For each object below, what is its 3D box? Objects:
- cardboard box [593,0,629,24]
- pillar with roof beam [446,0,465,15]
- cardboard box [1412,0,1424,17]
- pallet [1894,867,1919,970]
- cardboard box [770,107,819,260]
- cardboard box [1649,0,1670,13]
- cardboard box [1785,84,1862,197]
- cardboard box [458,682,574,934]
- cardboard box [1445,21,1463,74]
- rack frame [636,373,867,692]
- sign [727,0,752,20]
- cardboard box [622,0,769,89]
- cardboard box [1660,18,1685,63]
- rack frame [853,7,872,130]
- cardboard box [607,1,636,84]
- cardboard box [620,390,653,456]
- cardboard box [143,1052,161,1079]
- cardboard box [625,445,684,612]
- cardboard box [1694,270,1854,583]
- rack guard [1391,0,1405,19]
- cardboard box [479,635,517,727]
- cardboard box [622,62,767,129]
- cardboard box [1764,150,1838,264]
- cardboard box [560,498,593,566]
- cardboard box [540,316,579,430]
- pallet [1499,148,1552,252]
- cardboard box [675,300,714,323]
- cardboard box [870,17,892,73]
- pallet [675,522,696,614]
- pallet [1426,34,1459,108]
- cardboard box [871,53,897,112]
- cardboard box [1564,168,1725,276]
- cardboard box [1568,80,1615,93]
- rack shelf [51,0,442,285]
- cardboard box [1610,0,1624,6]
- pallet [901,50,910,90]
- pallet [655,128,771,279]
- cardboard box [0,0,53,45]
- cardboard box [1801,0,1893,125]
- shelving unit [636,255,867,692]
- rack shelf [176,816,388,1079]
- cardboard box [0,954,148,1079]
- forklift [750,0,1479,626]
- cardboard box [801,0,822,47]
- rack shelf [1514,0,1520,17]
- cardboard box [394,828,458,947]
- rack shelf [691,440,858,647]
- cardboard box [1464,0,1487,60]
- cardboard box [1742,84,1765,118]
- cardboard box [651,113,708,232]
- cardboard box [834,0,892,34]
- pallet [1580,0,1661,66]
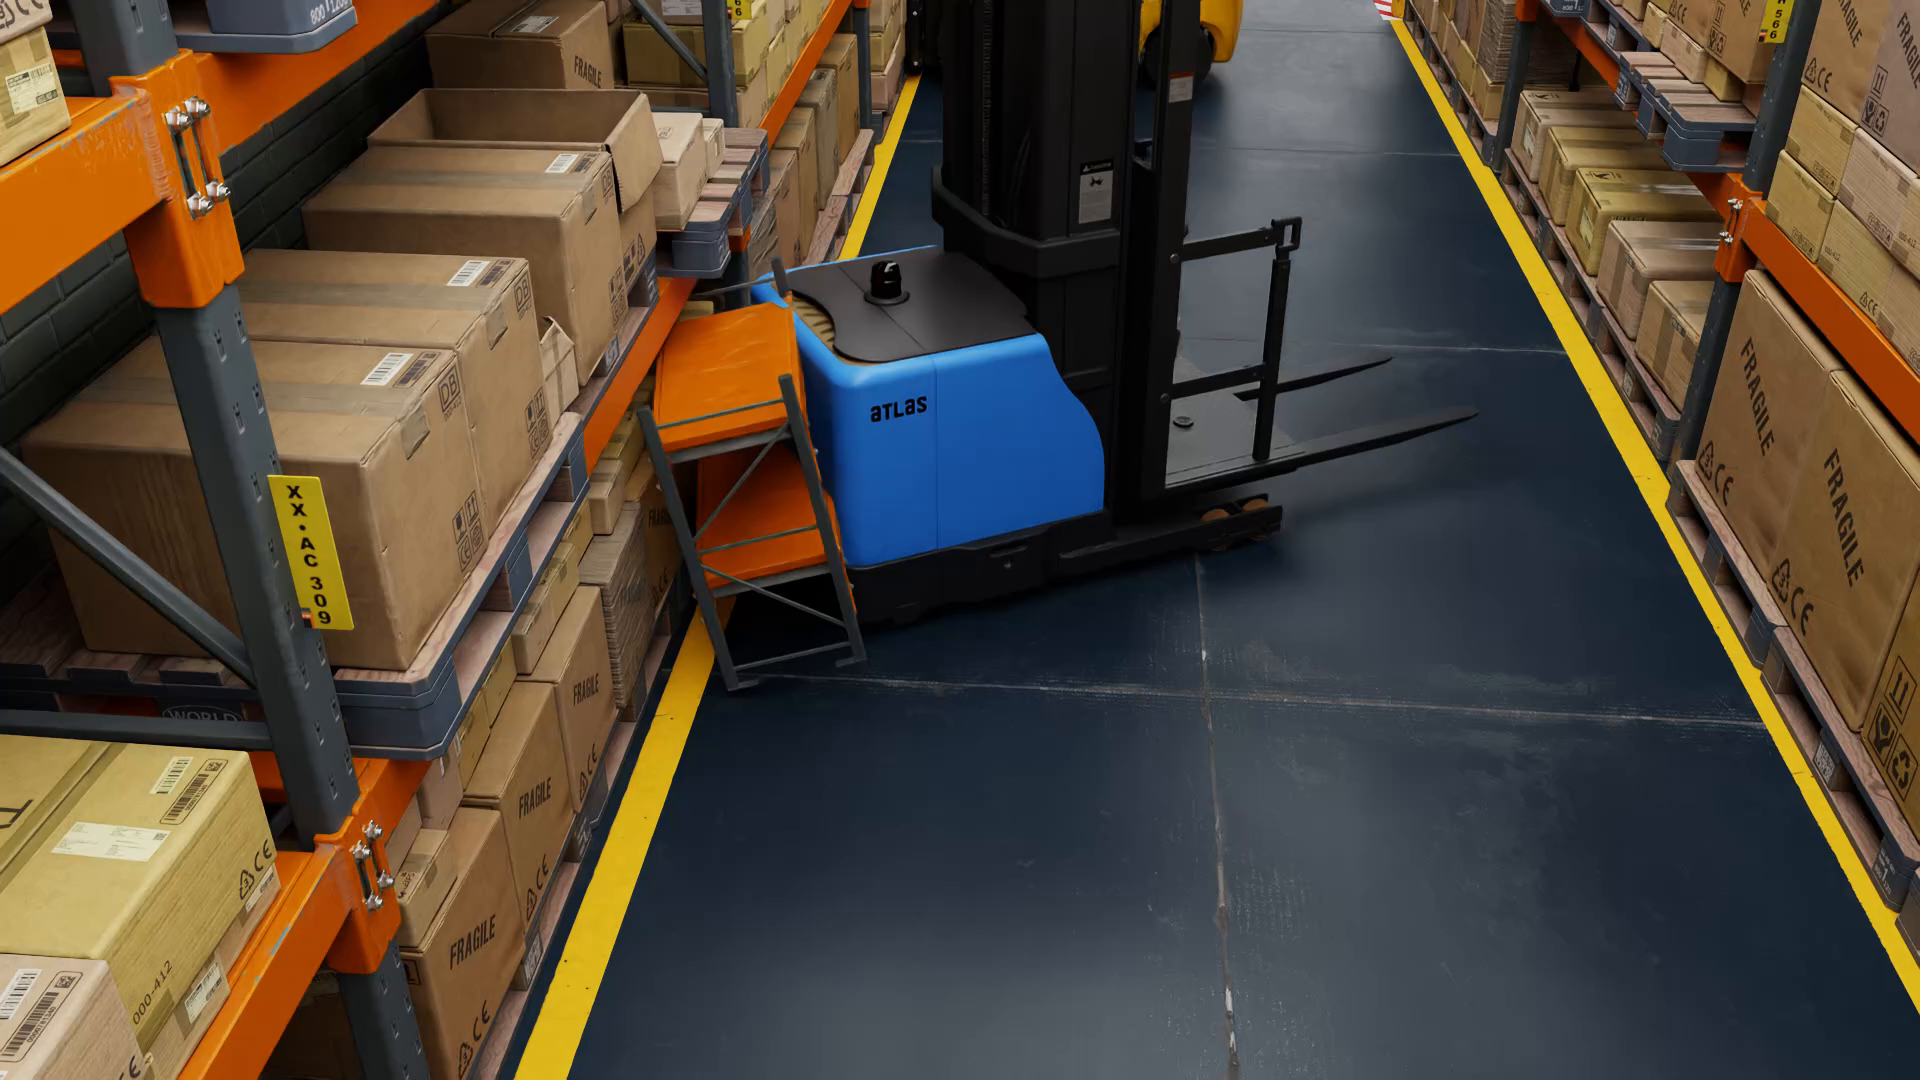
[{"bbox_3d":[-1.573,-2.213,6.769,0.380,0.149,0.250,3,32,6],"label":"cardboard box"},{"bbox_3d":[2.101,-4.806,5.971,9.100,9.000,0.400,2,32,4],"label":"pillar with roof beam"},{"bbox_3d":[3.860,-4.287,13.068,0.500,0.250,0.500,2,32,4],"label":"cardboard box"},{"bbox_3d":[3.212,1.366,4.332,1.003,0.211,1.213,2,32,4],"label":"pallet"},{"bbox_3d":[-1.233,-1.903,8.842,0.875,0.625,0.625,1,32,2],"label":"cardboard box"},{"bbox_3d":[3.381,-2.638,7.392,0.500,0.500,0.500,0,32,1],"label":"cardboard box"},{"bbox_3d":[3.263,-1.400,5.830,0.500,0.250,0.500,2,32,4],"label":"cardboard box"},{"bbox_3d":[-1.426,0.739,4.674,0.500,0.500,0.500,2,32,3],"label":"cardboard box"},{"bbox_3d":[3.736,-3.471,11.743,0.500,0.250,0.500,3,32,5],"label":"cardboard box"},{"bbox_3d":[-0.673,0.001,5.536,0.500,1.125,0.032,-13,32,0],"label":"rack frame"},{"bbox_3d":[-0.856,-2.157,6.362,0.100,0.325,0.005,2,32,4],"label":"sign"},{"bbox_3d":[-1.093,-2.085,6.941,0.500,0.250,0.500,2,32,4],"label":"cardboard box"},{"bbox_3d":[3.296,-2.167,7.247,0.380,0.149,0.250,1,32,2],"label":"cardboard box"},{"bbox_3d":[-1.072,-3.807,10.069,1.000,3.000,0.127,2,32,4],"label":"rack frame"},{"bbox_3d":[-1.638,-2.111,6.984,0.500,0.250,0.500,3,32,5],"label":"cardboard box"},{"bbox_3d":[-1.309,-0.422,5.939,0.380,0.149,0.250,3,32,5],"label":"cardboard box"},{"bbox_3d":[-1.494,0.934,2.614,0.380,0.149,0.250,3,32,5],"label":"cardboard box"},{"bbox_3d":[-1.309,-0.065,5.979,0.500,0.500,0.500,4,32,6],"label":"cardboard box"},{"bbox_3d":[3.411,-0.422,6.201,0.875,0.875,0.875,2,32,4],"label":"cardboard box"},{"bbox_3d":[4.195,-4.585,13.713,1.175,0.500,0.348,2,32,4],"label":"rack guard"},{"bbox_3d":[-1.465,0.382,4.635,0.380,0.149,0.250,2,32,3],"label":"cardboard box"},{"bbox_3d":[-1.118,-1.874,7.074,0.500,0.250,0.500,3,32,4],"label":"cardboard box"},{"bbox_3d":[3.260,-1.197,5.976,0.500,0.250,0.500,2,32,3],"label":"cardboard box"},{"bbox_3d":[-1.392,-0.019,5.286,0.380,0.149,0.250,3,32,4],"label":"cardboard box"},{"bbox_3d":[-1.227,-0.456,4.358,0.396,0.266,0.258,4,32,6],"label":"cardboard box"},{"bbox_3d":[3.814,-2.003,9.799,1.003,0.211,1.213,2,32,4],"label":"pallet"},{"bbox_3d":[-1.185,-0.837,6.614,0.380,0.149,0.250,1,32,2],"label":"cardboard box"},{"bbox_3d":[-0.725,-3.268,10.938,0.500,0.250,0.500,2,32,4],"label":"cardboard box"},{"bbox_3d":[-1.496,-0.140,6.776,1.003,0.211,1.213,2,32,4],"label":"pallet"},{"bbox_3d":[3.992,-3.403,12.070,1.003,0.211,1.213,2,32,4],"label":"pallet"},{"bbox_3d":[-0.702,-3.054,11.068,0.500,0.250,0.500,3,32,4],"label":"cardboard box"},{"bbox_3d":[3.726,-1.643,8.662,0.950,0.372,0.625,3,32,6],"label":"cardboard box"},{"bbox_3d":[4.193,-2.902,10.821,0.500,0.250,0.500,1,32,2],"label":"cardboard box"},{"bbox_3d":[-1.560,-1.641,4.380,1.077,0.370,4.000,2,32,4],"label":"rack shelf"},{"bbox_3d":[3.382,-2.713,8.133,0.380,0.149,0.250,4,32,6],"label":"cardboard box"},{"bbox_3d":[-0.868,-3.674,12.510,1.003,0.211,1.213,2,32,4],"label":"pallet"},{"bbox_3d":[-1.383,-1.277,6.145,1.213,0.211,1.003,2,32,4],"label":"pallet"},{"bbox_3d":[-1.513,-0.701,2.029,0.500,0.250,0.500,3,32,4],"label":"cardboard box"},{"bbox_3d":[3.266,-1.726,5.644,0.500,0.500,0.500,1,32,2],"label":"cardboard box"},{"bbox_3d":[-0.735,-0.259,5.969,0.538,1.125,1.048,-13,32,0],"label":"shelving unit"},{"bbox_3d":[-1.886,1.728,1.773,1.077,0.370,4.000,2,32,4],"label":"rack shelf"},{"bbox_3d":[-1.547,0.852,2.367,0.500,0.250,0.500,3,32,4],"label":"cardboard box"},{"bbox_3d":[0.745,-1.441,6.294,3.031,2.935,1.130,-14,34,-21],"label":"forklift"},{"bbox_3d":[-0.993,-2.677,8.378,0.500,0.250,0.500,3,32,6],"label":"cardboard box"},{"bbox_3d":[4.039,-4.337,11.614,1.077,0.370,4.000,2,32,4],"label":"rack shelf"},{"bbox_3d":[-1.429,0.809,3.942,0.380,0.149,0.250,4,32,6],"label":"cardboard box"},{"bbox_3d":[-0.690,-0.056,6.097,0.538,0.278,1.000,-13,32,0],"label":"rack shelf"},{"bbox_3d":[3.696,-3.512,11.095,0.500,0.500,0.500,3,32,5],"label":"cardboard box"},{"bbox_3d":[3.342,-1.759,6.584,0.380,0.149,0.250,4,32,6],"label":"cardboard box"},{"bbox_3d":[-1.161,-1.265,5.687,0.500,0.250,0.500,1,32,2],"label":"cardboard box"},{"bbox_3d":[-0.720,-3.481,10.807,0.500,0.250,0.500,2,32,3],"label":"cardboard box"},{"bbox_3d":[3.671,-2.461,8.067,1.003,0.211,1.213,2,32,4],"label":"pallet"}]
